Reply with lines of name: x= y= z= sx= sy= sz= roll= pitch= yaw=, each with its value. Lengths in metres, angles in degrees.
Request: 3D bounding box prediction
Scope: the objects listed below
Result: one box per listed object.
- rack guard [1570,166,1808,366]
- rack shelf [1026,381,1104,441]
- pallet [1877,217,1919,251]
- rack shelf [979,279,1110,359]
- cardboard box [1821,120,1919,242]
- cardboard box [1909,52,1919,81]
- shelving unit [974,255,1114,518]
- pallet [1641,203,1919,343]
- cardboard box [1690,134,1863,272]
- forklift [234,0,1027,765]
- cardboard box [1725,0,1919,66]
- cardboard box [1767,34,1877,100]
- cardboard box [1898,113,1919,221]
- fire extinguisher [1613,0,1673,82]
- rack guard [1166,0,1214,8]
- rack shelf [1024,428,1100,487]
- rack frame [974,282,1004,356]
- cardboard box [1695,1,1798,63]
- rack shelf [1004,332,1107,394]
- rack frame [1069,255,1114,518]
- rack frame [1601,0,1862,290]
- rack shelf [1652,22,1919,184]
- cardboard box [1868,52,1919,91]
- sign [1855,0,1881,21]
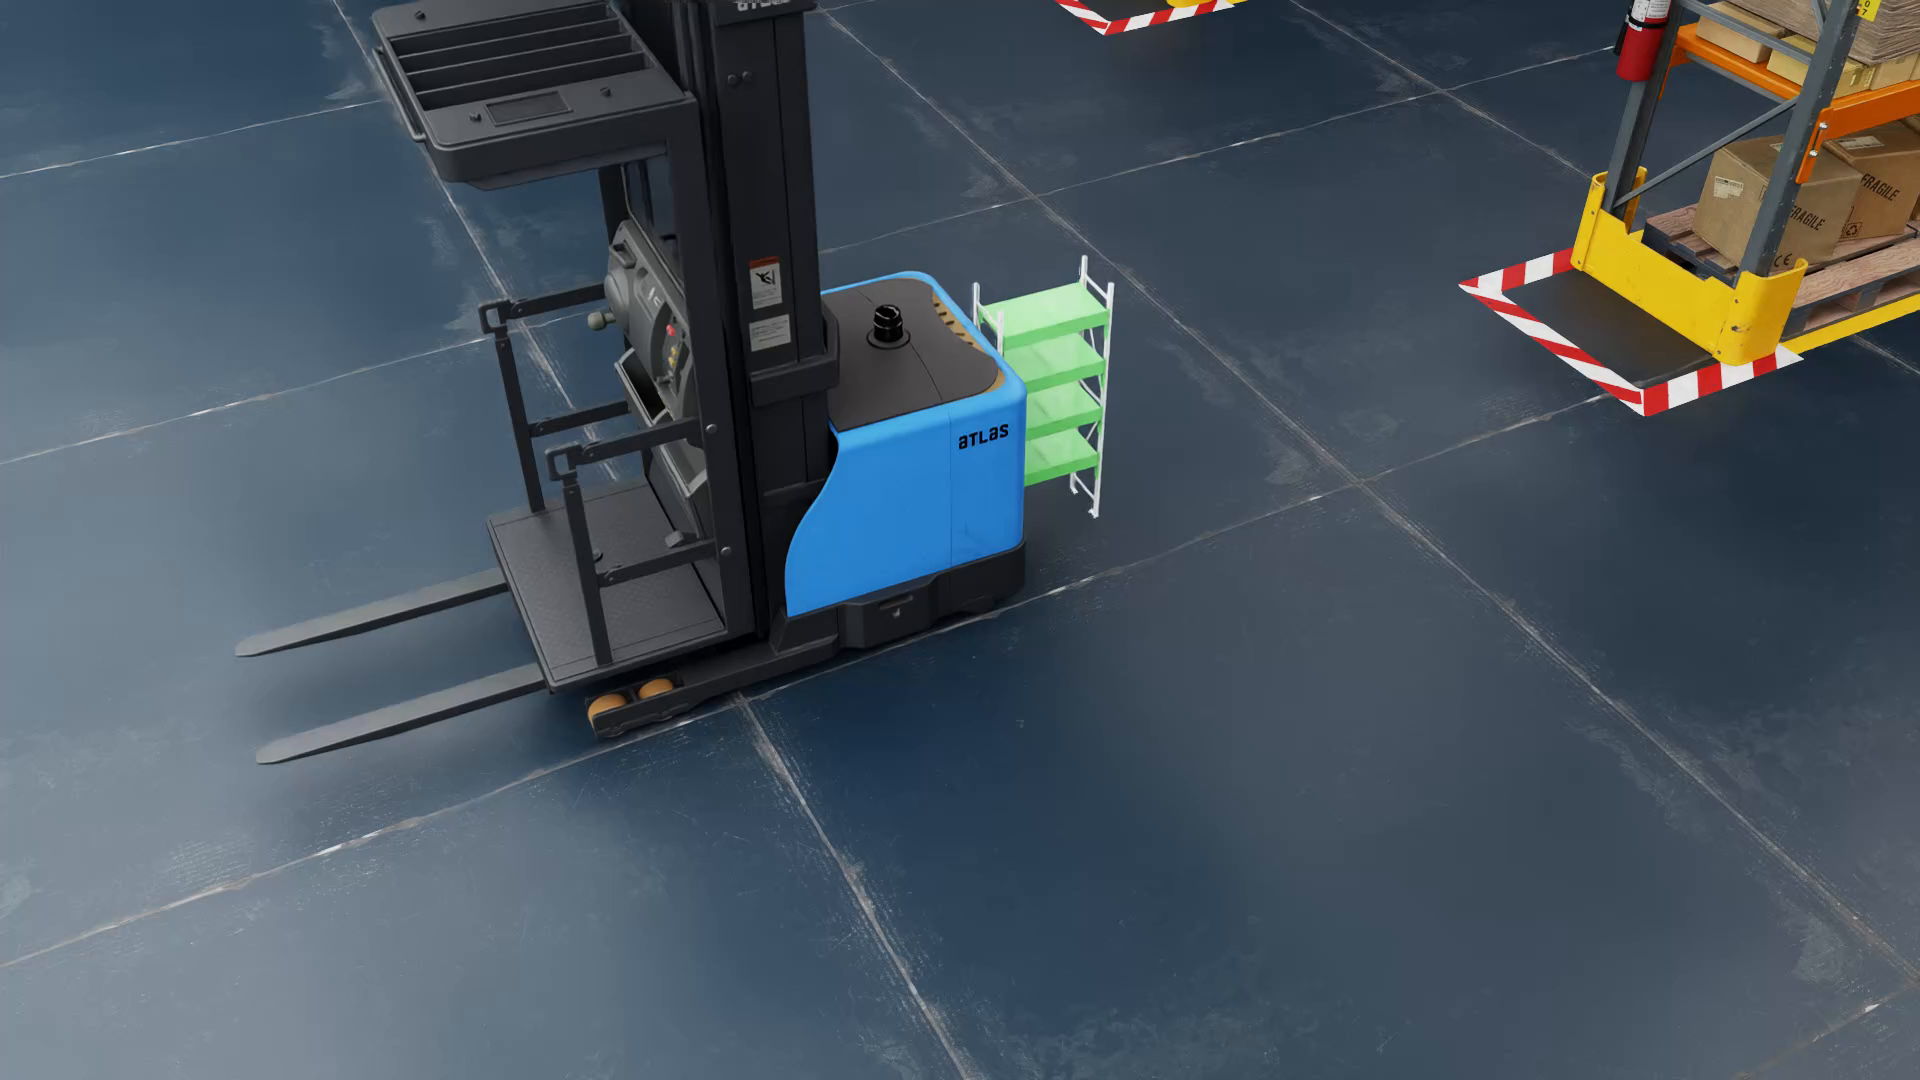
rack guard: x=3.713 y=-1.427 z=8.549 sx=0.348 sy=0.500 sz=1.175 roll=-19 pitch=44 yaw=-21
rack shelf: x=0.333 y=-0.512 z=7.025 sx=0.480 sy=0.148 sz=0.258 roll=-17 pitch=43 yaw=-19
pallet: x=5.531 y=-1.901 z=9.332 sx=1.213 sy=0.211 sz=1.003 roll=-19 pitch=44 yaw=-21
rack shelf: x=0.333 y=-0.878 z=6.715 sx=0.480 sy=0.148 sz=0.258 roll=-17 pitch=43 yaw=-19
cardboard box: x=4.722 y=-1.940 z=8.829 sx=0.500 sy=0.500 sz=0.500 roll=-8 pitch=41 yaw=-9
cardboard box: x=4.468 y=-2.341 z=7.888 sx=0.250 sy=0.149 sz=0.380 roll=-19 pitch=44 yaw=-21
shelving unit: x=0.333 y=-0.560 z=6.983 sx=0.503 sy=1.200 sz=0.258 roll=-17 pitch=43 yaw=-19
pallet: x=4.450 y=-1.539 z=8.905 sx=1.213 sy=0.211 sz=1.003 roll=-19 pitch=44 yaw=-21
cardboard box: x=4.207 y=-1.742 z=8.595 sx=0.500 sy=0.500 sz=0.500 roll=-11 pitch=41 yaw=-13
forklift: x=-1.289 y=-0.756 z=5.874 sx=3.031 sy=2.935 sz=1.130 roll=-17 pitch=43 yaw=-19
cardboard box: x=4.146 y=-2.659 z=7.762 sx=0.500 sy=0.500 sz=0.875 roll=-19 pitch=44 yaw=-21
cardboard box: x=4.009 y=-2.211 z=7.735 sx=0.250 sy=0.149 sz=0.380 roll=-19 pitch=44 yaw=-21
cardboard box: x=5.286 y=-2.116 z=9.037 sx=0.500 sy=0.500 sz=0.500 roll=-15 pitch=42 yaw=-17
fire extinguisher: x=3.331 y=-2.559 z=8.011 sx=0.183 sy=0.674 sz=0.296 roll=-19 pitch=44 yaw=-21
rack guard: x=1.404 y=-4.292 z=11.934 sx=0.348 sy=0.500 sz=1.175 roll=-19 pitch=44 yaw=-21
rack shelf: x=0.333 y=-0.329 z=7.180 sx=0.480 sy=0.148 sz=0.258 roll=-17 pitch=43 yaw=-19
rack frame: x=0.112 y=-0.493 z=6.904 sx=0.015 sy=1.200 sz=0.240 roll=-17 pitch=43 yaw=-19
cardboard box: x=3.803 y=-2.466 z=8.036 sx=0.250 sy=0.149 sz=0.380 roll=-19 pitch=44 yaw=-21
rack shelf: x=0.333 y=-0.695 z=6.870 sx=0.480 sy=0.148 sz=0.258 roll=-17 pitch=43 yaw=-19
rack frame: x=0.554 y=-0.627 z=7.063 sx=0.015 sy=1.200 sz=0.240 roll=-17 pitch=43 yaw=-19
rack frame: x=3.646 y=-2.359 z=7.715 sx=0.127 sy=3.000 sz=1.000 roll=-19 pitch=44 yaw=-21
rack shelf: x=5.420 y=-2.681 z=8.652 sx=4.000 sy=0.370 sz=1.077 roll=-19 pitch=44 yaw=-21
cardboard box: x=4.239 y=-2.275 z=7.810 sx=0.250 sy=0.149 sz=0.380 roll=-19 pitch=44 yaw=-21
sign: x=3.897 y=-2.378 z=7.068 sx=0.005 sy=0.325 sz=0.100 roll=-19 pitch=44 yaw=-21
